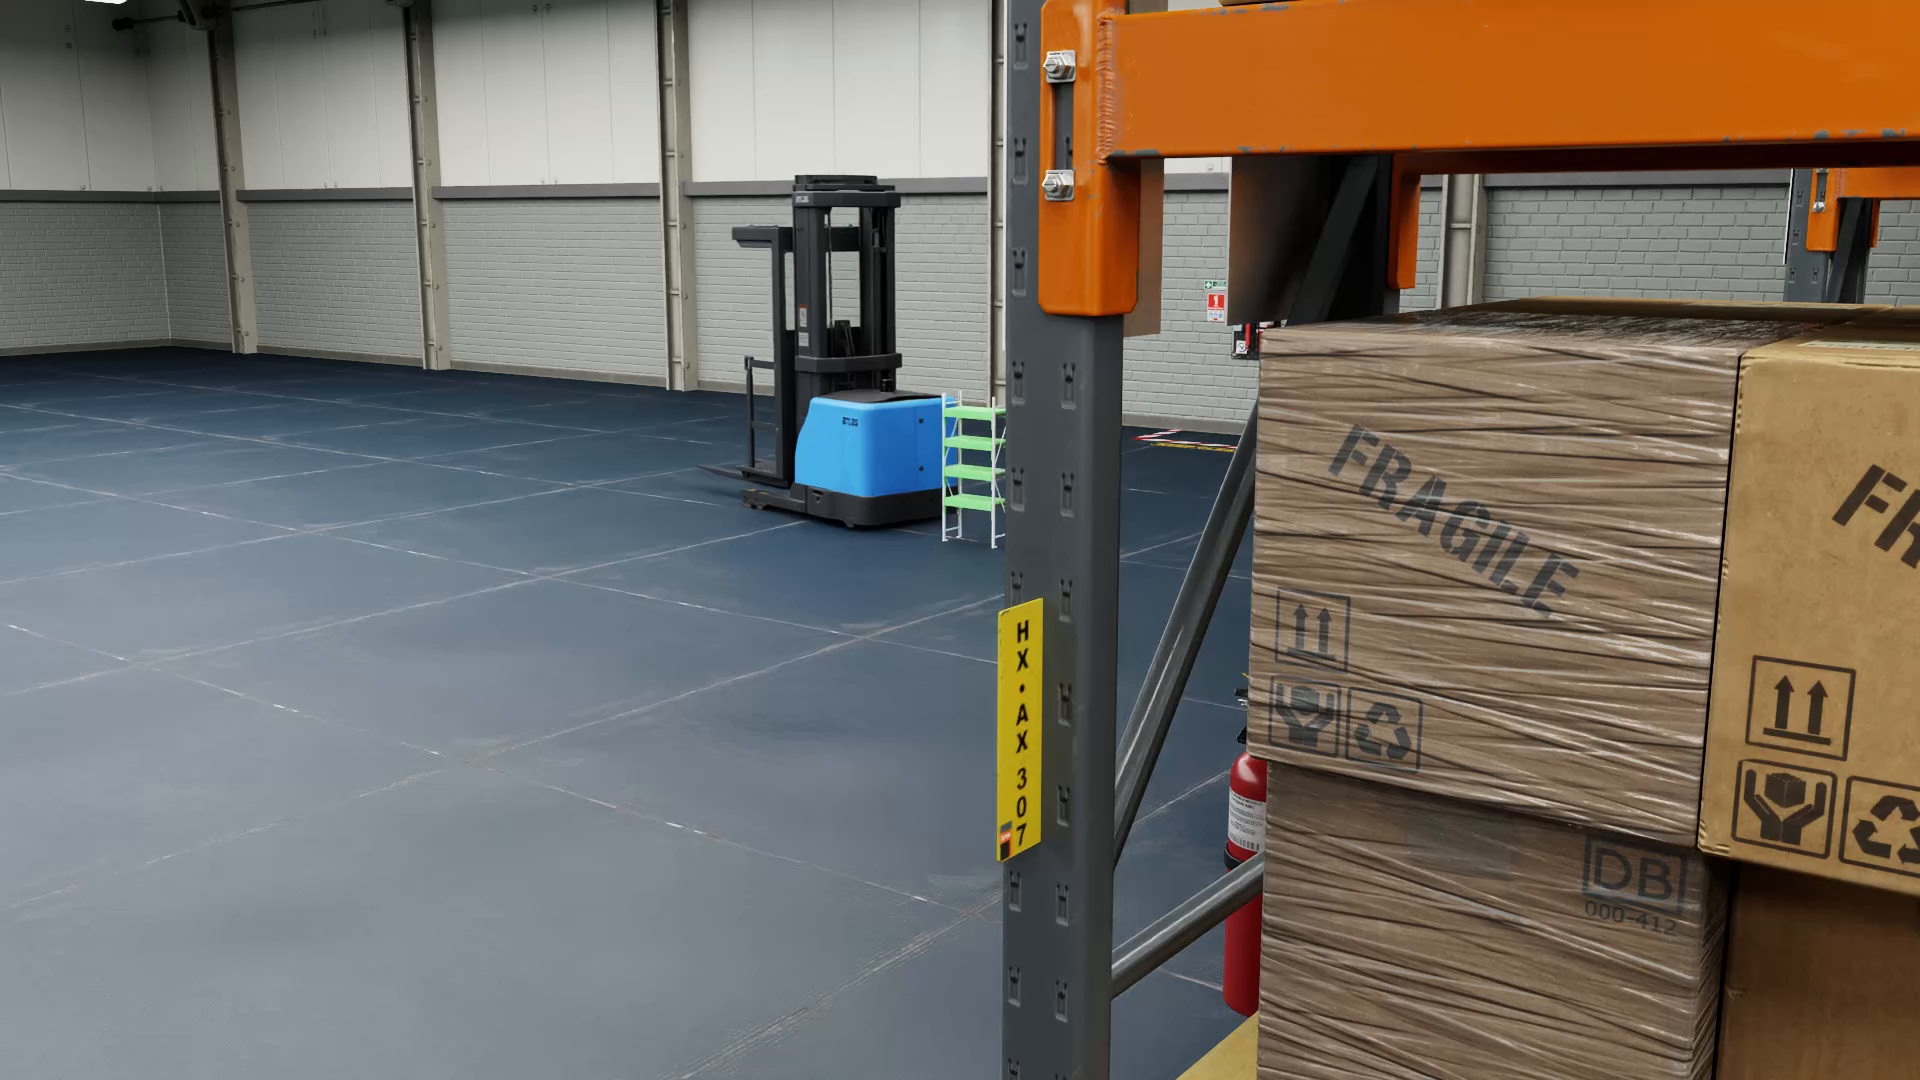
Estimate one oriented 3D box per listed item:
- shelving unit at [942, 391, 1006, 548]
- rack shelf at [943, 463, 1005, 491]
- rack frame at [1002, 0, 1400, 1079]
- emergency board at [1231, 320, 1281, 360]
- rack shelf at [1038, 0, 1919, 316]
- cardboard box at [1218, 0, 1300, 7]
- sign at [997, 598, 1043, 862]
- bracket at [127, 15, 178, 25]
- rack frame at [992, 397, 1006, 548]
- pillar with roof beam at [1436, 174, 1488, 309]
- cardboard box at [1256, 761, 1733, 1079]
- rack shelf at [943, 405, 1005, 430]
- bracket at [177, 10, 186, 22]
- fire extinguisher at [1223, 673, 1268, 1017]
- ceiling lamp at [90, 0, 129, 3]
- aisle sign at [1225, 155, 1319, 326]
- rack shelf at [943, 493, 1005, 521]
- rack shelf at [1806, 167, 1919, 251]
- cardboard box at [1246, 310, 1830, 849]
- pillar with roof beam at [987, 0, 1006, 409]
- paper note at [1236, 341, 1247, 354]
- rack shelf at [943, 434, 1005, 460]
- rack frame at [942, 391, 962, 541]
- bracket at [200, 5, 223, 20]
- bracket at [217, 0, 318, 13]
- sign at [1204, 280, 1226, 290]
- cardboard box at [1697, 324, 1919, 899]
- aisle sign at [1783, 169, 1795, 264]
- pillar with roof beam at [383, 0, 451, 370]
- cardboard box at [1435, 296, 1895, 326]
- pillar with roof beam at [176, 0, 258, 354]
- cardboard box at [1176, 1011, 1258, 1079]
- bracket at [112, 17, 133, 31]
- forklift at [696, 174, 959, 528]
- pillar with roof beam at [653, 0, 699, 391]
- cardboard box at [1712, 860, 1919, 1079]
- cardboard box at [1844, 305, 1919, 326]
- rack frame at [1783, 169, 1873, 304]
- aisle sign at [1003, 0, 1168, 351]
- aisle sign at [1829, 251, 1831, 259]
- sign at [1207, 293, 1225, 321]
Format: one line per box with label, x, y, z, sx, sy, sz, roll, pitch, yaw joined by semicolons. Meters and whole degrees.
shelving unit;0.133;-0.570;13.320;0.503;1.200;0.258;8;13;36
rack shelf;0.133;-0.508;13.332;0.480;0.148;0.258;8;13;36
rack frame;0.397;0.583;2.619;0.053;2.616;0.949;8;13;36
emergency board;3.466;-2.704;19.612;0.643;1.169;0.194;8;13;36
rack shelf;2.011;-0.312;1.243;4.000;0.370;1.077;8;13;36
cardboard box;0.634;-0.723;1.867;0.500;0.250;0.500;8;14;37
sign;0.078;0.241;2.110;0.005;0.325;0.100;8;13;36
bracket;-15.888;-10.024;32.175;3.189;0.066;0.076;8;13;36
rack frame;0.330;-0.543;13.178;0.015;1.200;0.240;8;13;36
pillar with roof beam;2.887;-4.707;14.169;0.400;9.000;9.100;8;13;36
cardboard box;0.826;0.453;2.243;0.500;0.500;0.875;8;13;36
rack shelf;0.133;-0.979;13.240;0.480;0.148;0.258;8;13;36
bracket;-14.454;-9.824;31.141;0.430;0.232;0.235;8;13;36
fire extinguisher;0.580;0.537;3.060;0.183;0.674;0.296;8;13;36
ceiling lamp;-13.731;-9.736;24.797;0.800;3.185;2.000;8;13;36
aisle sign;0.527;-0.747;2.648;0.004;0.787;0.394;8;13;36
rack shelf;0.133;-0.272;13.377;0.480;0.148;0.258;8;13;36
rack shelf;4.943;-1.070;5.162;4.000;0.370;1.077;8;13;36
cardboard box;0.681;0.000;1.954;0.500;0.500;0.500;8;13;36
pillar with roof beam;-1.949;-5.382;17.656;0.400;9.000;9.100;8;13;36
paper note;3.364;-2.302;19.853;0.142;0.148;0.016;8;13;36
rack shelf;0.133;-0.743;13.286;0.480;0.148;0.258;8;13;36
rack frame;-0.063;-0.598;13.461;0.015;1.200;0.240;8;13;36
bracket;-13.785;-9.731;30.659;0.430;0.232;0.235;8;13;36
bracket;-11.708;-9.441;29.162;4.783;0.066;0.076;8;13;36
sign;3.080;-3.058;19.951;0.331;0.109;0.001;8;13;36
cardboard box;1.080;0.057;1.658;0.500;0.500;0.500;8;13;36
aisle sign;3.099;-1.415;6.104;0.004;0.787;0.394;8;13;36
pillar with roof beam;-11.621;-6.731;24.629;0.548;9.000;9.100;8;13;36
cardboard box;0.989;-0.080;2.365;0.500;0.500;0.500;8;13;36
pillar with roof beam;-16.457;-7.405;28.116;0.548;9.000;9.100;8;13;36
cardboard box;0.488;0.774;2.291;0.250;0.149;0.380;8;13;36
bracket;-16.364;-10.090;32.518;0.430;0.232;0.235;8;13;36
forklift;-1.332;-1.763;14.926;1.130;2.935;3.031;-9;14;-39
pillar with roof beam;-6.785;-6.056;21.142;0.400;9.000;9.100;8;13;36
cardboard box;1.300;0.491;2.047;0.500;0.500;0.875;8;13;36
cardboard box;1.395;-0.024;2.079;0.500;0.500;0.500;8;13;36
rack frame;3.331;-0.176;6.541;0.127;3.000;1.000;8;13;36
aisle sign;0.172;-0.655;2.173;0.004;0.787;0.394;8;13;36
aisle sign;3.449;-1.506;6.571;0.004;0.787;0.394;8;13;36
sign;3.081;-2.800;20.011;0.234;0.329;0.001;8;13;36
